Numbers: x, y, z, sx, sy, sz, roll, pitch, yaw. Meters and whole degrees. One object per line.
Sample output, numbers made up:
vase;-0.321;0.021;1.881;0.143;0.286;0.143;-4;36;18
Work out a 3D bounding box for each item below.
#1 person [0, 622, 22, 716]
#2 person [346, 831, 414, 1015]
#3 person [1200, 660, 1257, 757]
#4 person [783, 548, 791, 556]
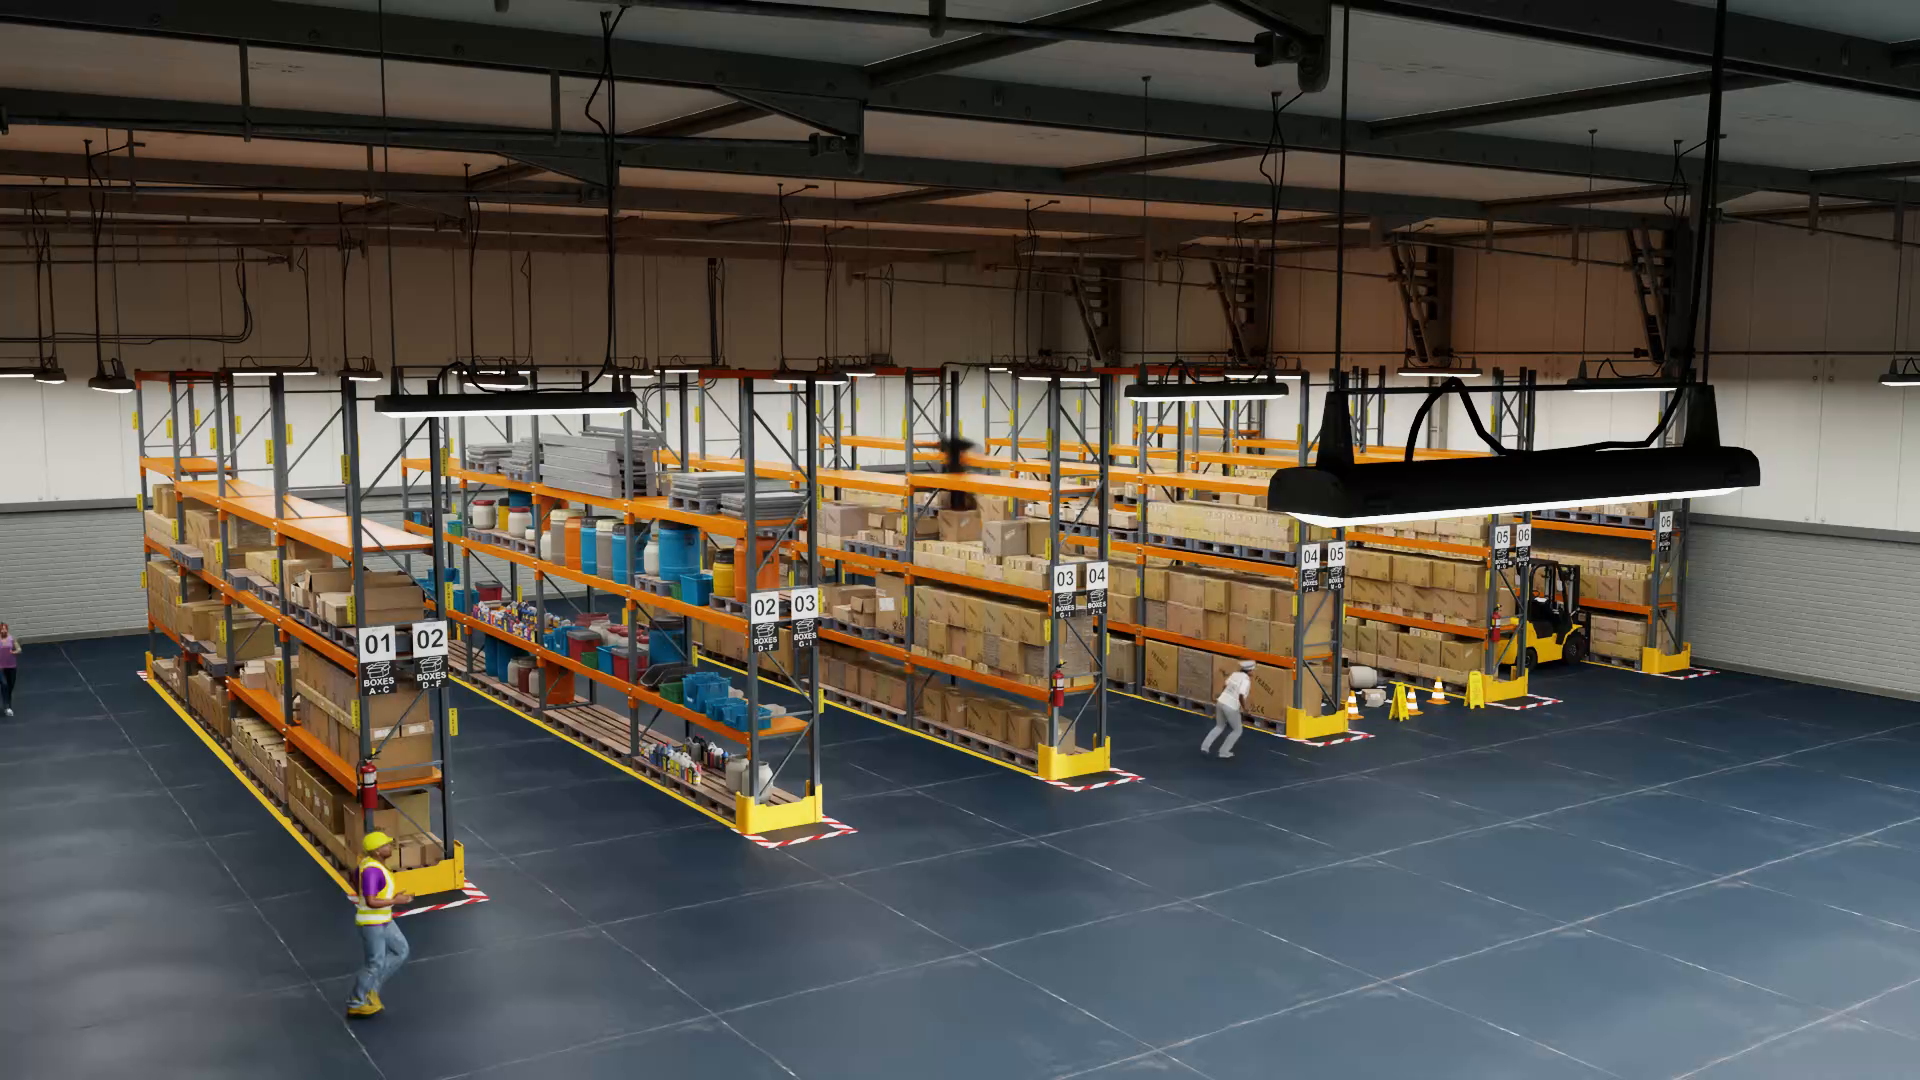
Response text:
person;-16.727;2.232;29.117;0.541;1.592;0.888;-6;9;-43
person;-5.570;3.672;16.018;0.662;1.748;0.692;-1;7;-9
person;4.203;2.647;26.028;0.836;1.522;0.597;-3;7;-24
person;-4.320;0.883;41.192;0.700;1.659;0.735;5;8;37
